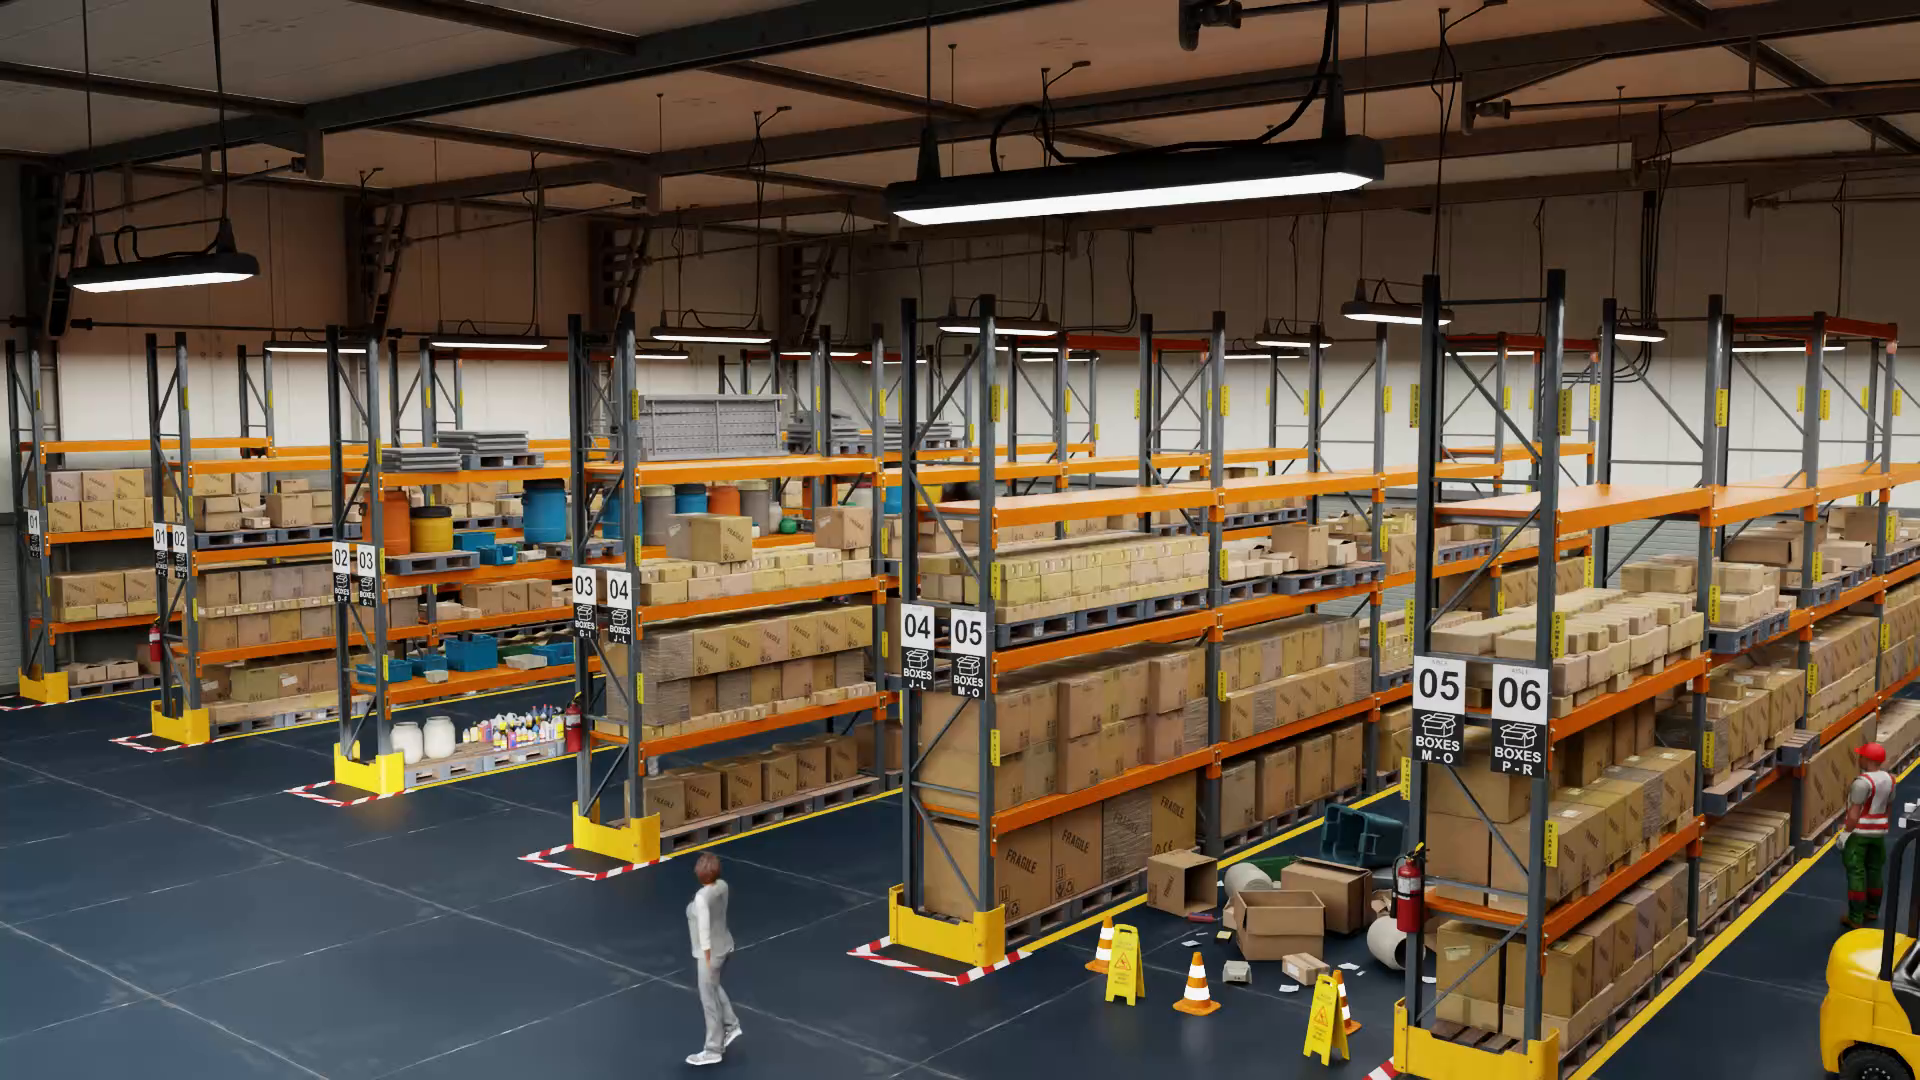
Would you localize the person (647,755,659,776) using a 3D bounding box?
[{"bbox_3d":[-4.144,2.305,21.900,0.588,1.799,0.411,-4,7,-38],"label":"person"}]

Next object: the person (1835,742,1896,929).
[{"bbox_3d":[8.749,2.828,16.171,0.568,1.787,0.575,0,5,-5],"label":"person"}]

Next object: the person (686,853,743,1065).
[{"bbox_3d":[-1.904,3.199,12.839,0.359,1.603,0.488,1,5,14],"label":"person"}]
